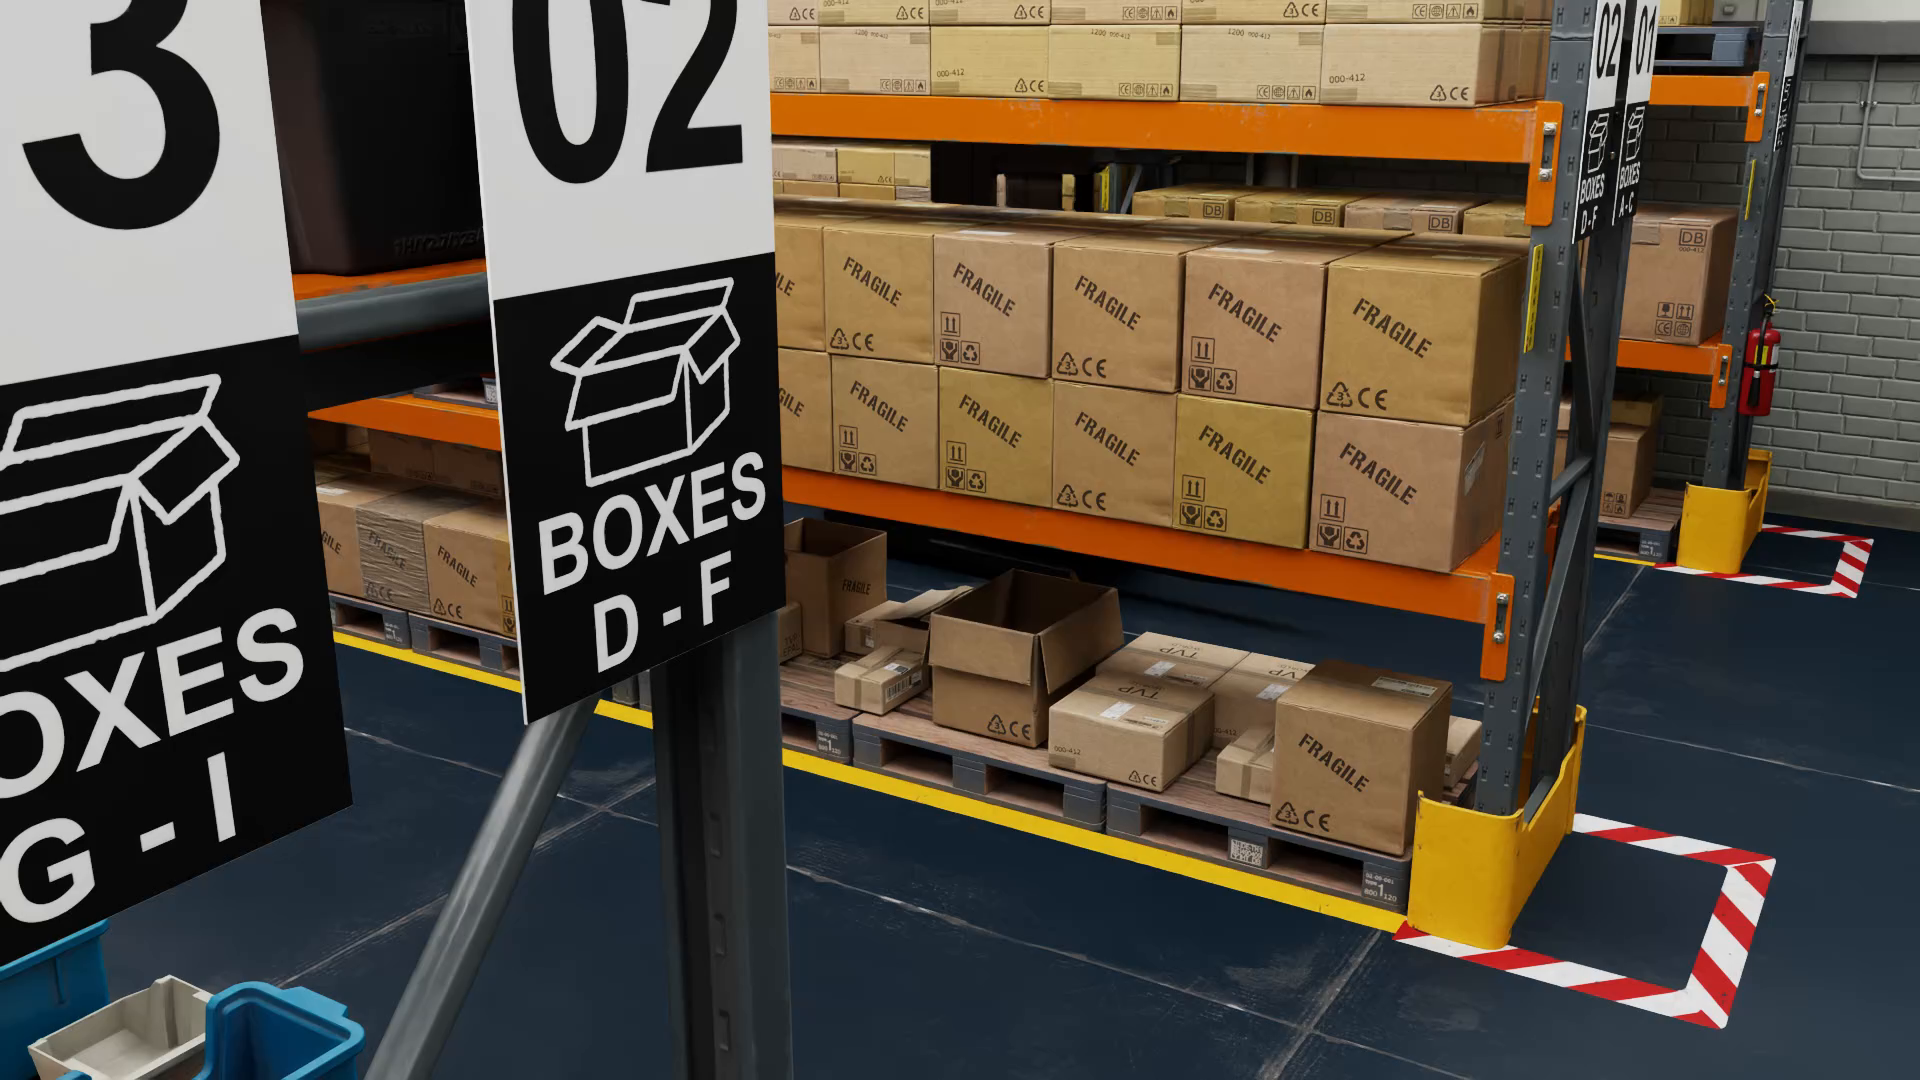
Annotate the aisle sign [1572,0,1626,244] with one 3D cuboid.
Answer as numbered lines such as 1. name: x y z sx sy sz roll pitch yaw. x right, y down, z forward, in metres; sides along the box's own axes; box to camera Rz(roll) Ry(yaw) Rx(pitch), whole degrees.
1. aisle sign: 1.978 -1.332 5.132 0.004 0.787 0.394 10 20 30

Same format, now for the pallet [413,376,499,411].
1. pallet: -1.953 -0.839 8.314 1.213 0.211 1.003 10 20 30

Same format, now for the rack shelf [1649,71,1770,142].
1. rack shelf: 2.965 -2.797 10.505 4.000 0.370 1.077 10 20 30

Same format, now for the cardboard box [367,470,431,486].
1. cardboard box: -2.926 -0.164 9.305 0.500 0.500 0.500 9 19 28

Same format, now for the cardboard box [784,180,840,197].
1. cardboard box: -1.004 -2.523 12.809 0.500 0.500 0.500 10 20 30

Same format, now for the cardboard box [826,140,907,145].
1. cardboard box: -0.751 -3.014 13.134 0.500 0.250 0.500 10 19 29

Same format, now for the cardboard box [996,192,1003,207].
1. cardboard box: 0.295 -2.293 12.050 0.500 0.500 0.500 10 20 31

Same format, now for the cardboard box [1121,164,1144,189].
1. cardboard box: 1.005 -2.703 12.111 0.500 0.250 0.500 11 20 32

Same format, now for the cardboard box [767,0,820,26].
1. cardboard box: -0.617 -2.174 6.615 0.500 0.250 0.500 10 20 30

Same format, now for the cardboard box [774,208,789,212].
1. cardboard box: -1.074 -1.168 7.172 0.500 0.500 0.500 11 20 31

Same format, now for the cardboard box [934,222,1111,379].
1. cardboard box: 0.244 -0.933 6.398 0.500 0.500 0.500 11 20 32

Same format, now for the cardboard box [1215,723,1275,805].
1. cardboard box: 1.190 0.865 6.490 0.250 0.166 0.380 10 20 30

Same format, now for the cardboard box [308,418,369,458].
1. cardboard box: -3.767 -0.673 9.689 0.500 0.250 0.500 11 20 32

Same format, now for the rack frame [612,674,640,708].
1. rack frame: -1.329 -0.783 7.797 0.127 3.000 1.000 10 20 30

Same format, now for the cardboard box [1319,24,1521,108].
1. cardboard box: 1.504 -1.551 5.422 0.500 0.250 0.500 10 20 30

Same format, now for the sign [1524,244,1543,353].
1. sign: 1.772 -0.745 5.137 0.005 0.325 0.100 10 20 30

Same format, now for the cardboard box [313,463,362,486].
1. cardboard box: -3.625 -0.110 9.126 0.500 0.500 0.500 10 19 29

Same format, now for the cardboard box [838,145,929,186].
1. cardboard box: -0.571 -2.811 12.467 0.500 0.250 0.500 10 19 29

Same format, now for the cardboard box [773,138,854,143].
1. cardboard box: -1.186 -3.093 13.393 0.500 0.250 0.500 9 19 28

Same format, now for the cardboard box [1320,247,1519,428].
1. cardboard box: 1.557 -0.700 5.633 0.500 0.500 0.500 10 20 30

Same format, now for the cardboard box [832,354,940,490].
1. cardboard box: -0.174 -0.532 6.799 0.500 0.500 0.500 10 20 30

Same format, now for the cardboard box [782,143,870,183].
1. cardboard box: -1.010 -2.888 12.718 0.500 0.250 0.500 10 20 30

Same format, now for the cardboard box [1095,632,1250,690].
1. cardboard box: 0.913 0.626 7.134 0.500 0.250 0.500 10 20 30

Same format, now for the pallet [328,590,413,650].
1. pallet: -3.085 0.252 9.189 1.213 0.211 1.003 10 20 30

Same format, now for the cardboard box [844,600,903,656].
1. cardboard box: -0.344 0.429 7.955 0.250 0.149 0.380 10 20 30

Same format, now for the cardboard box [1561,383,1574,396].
1. cardboard box: 3.799 -0.906 10.665 0.250 0.149 0.380 10 20 30

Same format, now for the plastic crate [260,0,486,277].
1. plastic crate: -0.698 -0.448 1.760 0.590 0.269 0.497 10 20 30

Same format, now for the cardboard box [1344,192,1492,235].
1. cardboard box: 2.959 -1.846 10.783 0.700 0.700 0.980 9 19 27

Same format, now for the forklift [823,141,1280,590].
1. forklift: 0.643 -1.268 9.514 3.031 2.935 1.130 12 20 34

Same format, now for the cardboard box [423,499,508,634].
1. cardboard box: -2.316 0.121 8.364 0.500 0.500 0.500 10 20 30

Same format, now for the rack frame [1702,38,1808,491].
1. rack frame: 4.669 -1.402 9.835 0.127 3.000 1.000 10 20 30

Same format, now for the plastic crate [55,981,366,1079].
1. plastic crate: -1.115 0.884 2.495 0.300 0.233 0.416 10 20 30

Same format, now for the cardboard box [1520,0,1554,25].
1. cardboard box: 1.778 -1.920 5.777 0.500 0.250 0.500 10 20 30

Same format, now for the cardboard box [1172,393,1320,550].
1. cardboard box: 1.112 -0.301 6.039 0.500 0.500 0.500 10 20 31

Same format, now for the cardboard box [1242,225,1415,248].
1. cardboard box: 1.390 -0.911 6.327 0.500 0.500 0.500 10 20 31

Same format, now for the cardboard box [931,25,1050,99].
1. cardboard box: 0.233 -1.782 6.185 0.500 0.250 0.500 10 20 30

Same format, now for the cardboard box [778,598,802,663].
1. cardboard box: -1.084 0.411 7.737 0.500 0.311 0.500 10 20 30

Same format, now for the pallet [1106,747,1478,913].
1. pallet: 1.335 1.028 6.636 1.213 0.211 1.003 10 20 30

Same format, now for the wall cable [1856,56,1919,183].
1. wall cable: 6.255 -1.927 9.817 1.851 1.984 0.084 10 20 30

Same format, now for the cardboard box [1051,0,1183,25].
1. cardboard box: 0.658 -1.945 5.860 0.500 0.250 0.500 10 20 30

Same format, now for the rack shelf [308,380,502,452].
1. rack shelf: -3.033 -0.743 8.903 4.000 0.370 1.077 10 20 30

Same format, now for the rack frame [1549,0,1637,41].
1. rack frame: 2.080 -3.045 4.922 0.127 3.000 1.000 10 20 30

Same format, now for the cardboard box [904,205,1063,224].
1. cardboard box: 0.105 -1.142 7.088 0.500 0.500 0.500 10 20 30
